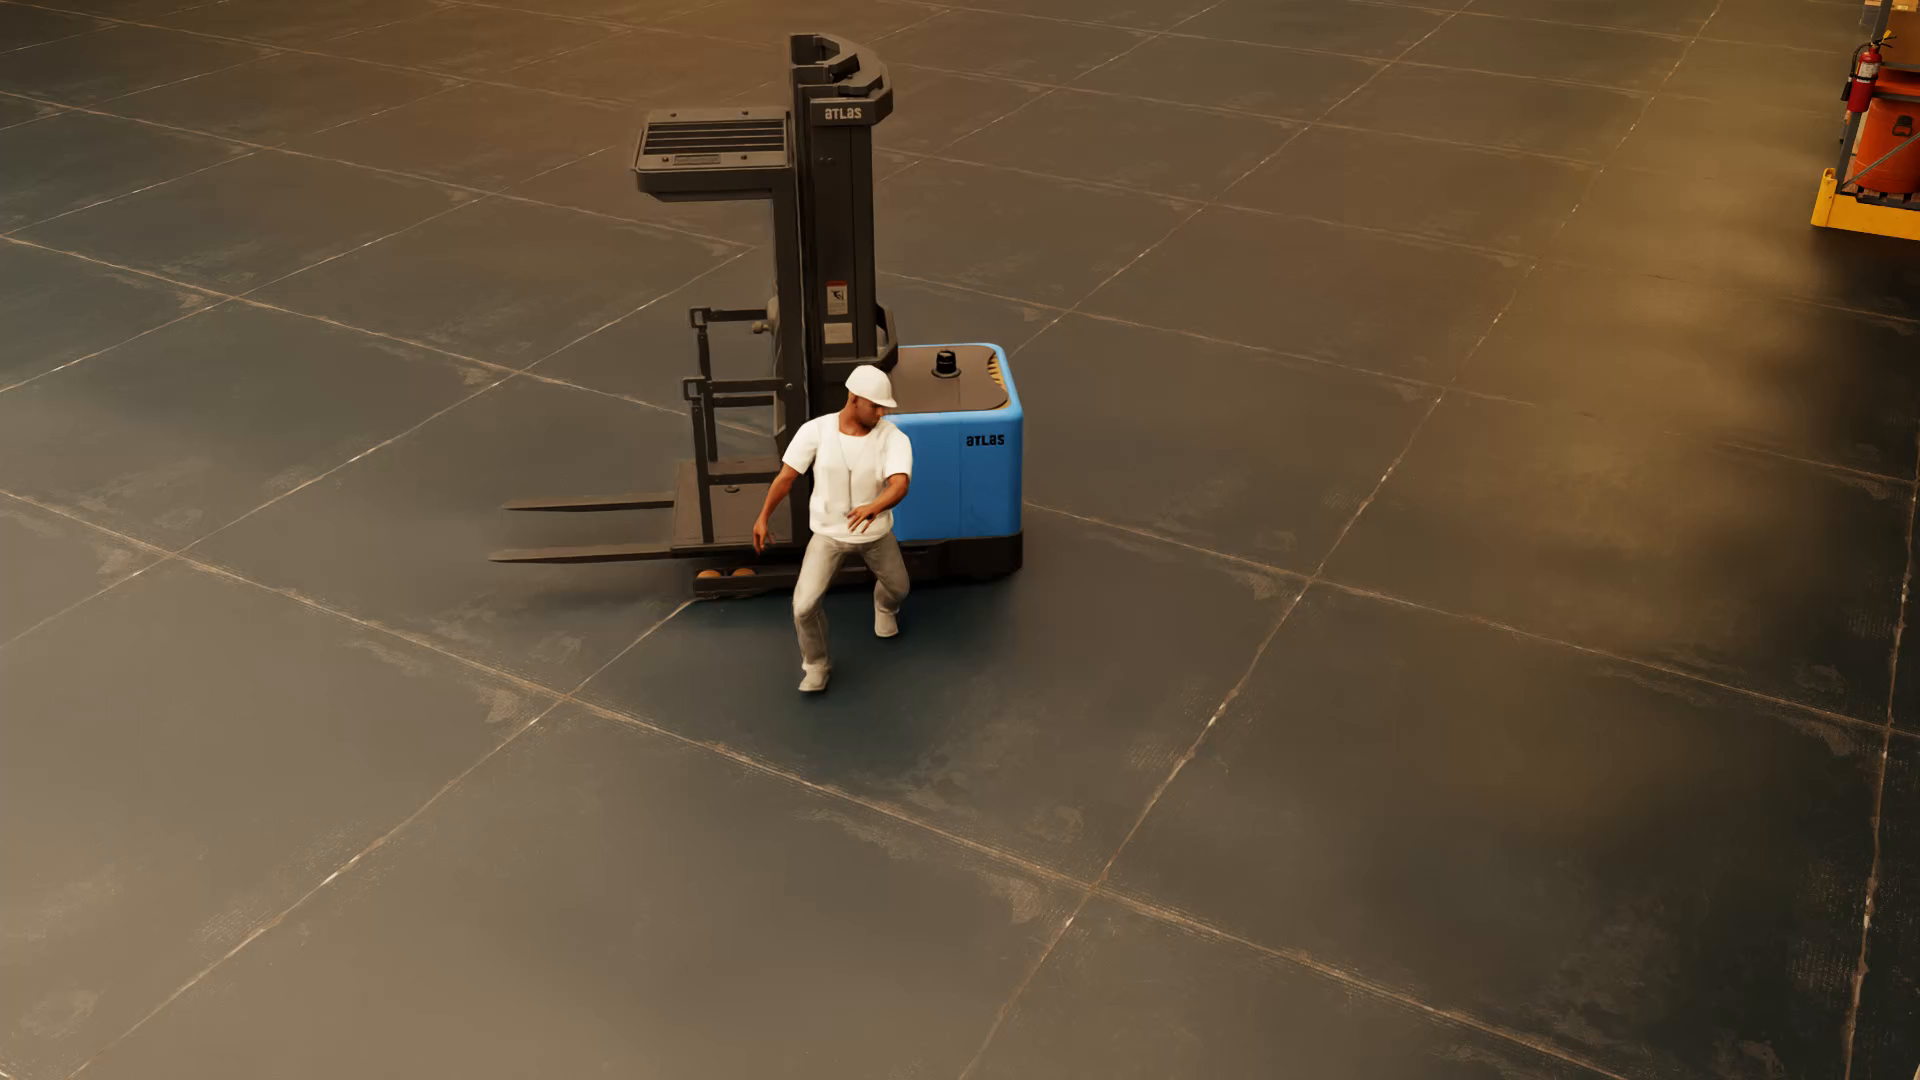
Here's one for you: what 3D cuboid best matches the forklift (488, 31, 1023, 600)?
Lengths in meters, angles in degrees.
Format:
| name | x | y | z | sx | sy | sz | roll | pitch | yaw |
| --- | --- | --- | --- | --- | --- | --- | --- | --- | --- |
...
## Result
| name | x | y | z | sx | sy | sz | roll | pitch | yaw |
| --- | --- | --- | --- | --- | --- | --- | --- | --- | --- |
| forklift | -1.188 | -1.209 | 9.165 | 3.031 | 2.935 | 1.130 | -3 | 30 | -5 |

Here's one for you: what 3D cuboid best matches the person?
| name | x | y | z | sx | sy | sz | roll | pitch | yaw |
| --- | --- | --- | --- | --- | --- | --- | --- | --- | --- |
| person | -0.634 | -0.036 | 8.436 | 0.820 | 1.657 | 0.899 | -6 | 31 | -10 |
